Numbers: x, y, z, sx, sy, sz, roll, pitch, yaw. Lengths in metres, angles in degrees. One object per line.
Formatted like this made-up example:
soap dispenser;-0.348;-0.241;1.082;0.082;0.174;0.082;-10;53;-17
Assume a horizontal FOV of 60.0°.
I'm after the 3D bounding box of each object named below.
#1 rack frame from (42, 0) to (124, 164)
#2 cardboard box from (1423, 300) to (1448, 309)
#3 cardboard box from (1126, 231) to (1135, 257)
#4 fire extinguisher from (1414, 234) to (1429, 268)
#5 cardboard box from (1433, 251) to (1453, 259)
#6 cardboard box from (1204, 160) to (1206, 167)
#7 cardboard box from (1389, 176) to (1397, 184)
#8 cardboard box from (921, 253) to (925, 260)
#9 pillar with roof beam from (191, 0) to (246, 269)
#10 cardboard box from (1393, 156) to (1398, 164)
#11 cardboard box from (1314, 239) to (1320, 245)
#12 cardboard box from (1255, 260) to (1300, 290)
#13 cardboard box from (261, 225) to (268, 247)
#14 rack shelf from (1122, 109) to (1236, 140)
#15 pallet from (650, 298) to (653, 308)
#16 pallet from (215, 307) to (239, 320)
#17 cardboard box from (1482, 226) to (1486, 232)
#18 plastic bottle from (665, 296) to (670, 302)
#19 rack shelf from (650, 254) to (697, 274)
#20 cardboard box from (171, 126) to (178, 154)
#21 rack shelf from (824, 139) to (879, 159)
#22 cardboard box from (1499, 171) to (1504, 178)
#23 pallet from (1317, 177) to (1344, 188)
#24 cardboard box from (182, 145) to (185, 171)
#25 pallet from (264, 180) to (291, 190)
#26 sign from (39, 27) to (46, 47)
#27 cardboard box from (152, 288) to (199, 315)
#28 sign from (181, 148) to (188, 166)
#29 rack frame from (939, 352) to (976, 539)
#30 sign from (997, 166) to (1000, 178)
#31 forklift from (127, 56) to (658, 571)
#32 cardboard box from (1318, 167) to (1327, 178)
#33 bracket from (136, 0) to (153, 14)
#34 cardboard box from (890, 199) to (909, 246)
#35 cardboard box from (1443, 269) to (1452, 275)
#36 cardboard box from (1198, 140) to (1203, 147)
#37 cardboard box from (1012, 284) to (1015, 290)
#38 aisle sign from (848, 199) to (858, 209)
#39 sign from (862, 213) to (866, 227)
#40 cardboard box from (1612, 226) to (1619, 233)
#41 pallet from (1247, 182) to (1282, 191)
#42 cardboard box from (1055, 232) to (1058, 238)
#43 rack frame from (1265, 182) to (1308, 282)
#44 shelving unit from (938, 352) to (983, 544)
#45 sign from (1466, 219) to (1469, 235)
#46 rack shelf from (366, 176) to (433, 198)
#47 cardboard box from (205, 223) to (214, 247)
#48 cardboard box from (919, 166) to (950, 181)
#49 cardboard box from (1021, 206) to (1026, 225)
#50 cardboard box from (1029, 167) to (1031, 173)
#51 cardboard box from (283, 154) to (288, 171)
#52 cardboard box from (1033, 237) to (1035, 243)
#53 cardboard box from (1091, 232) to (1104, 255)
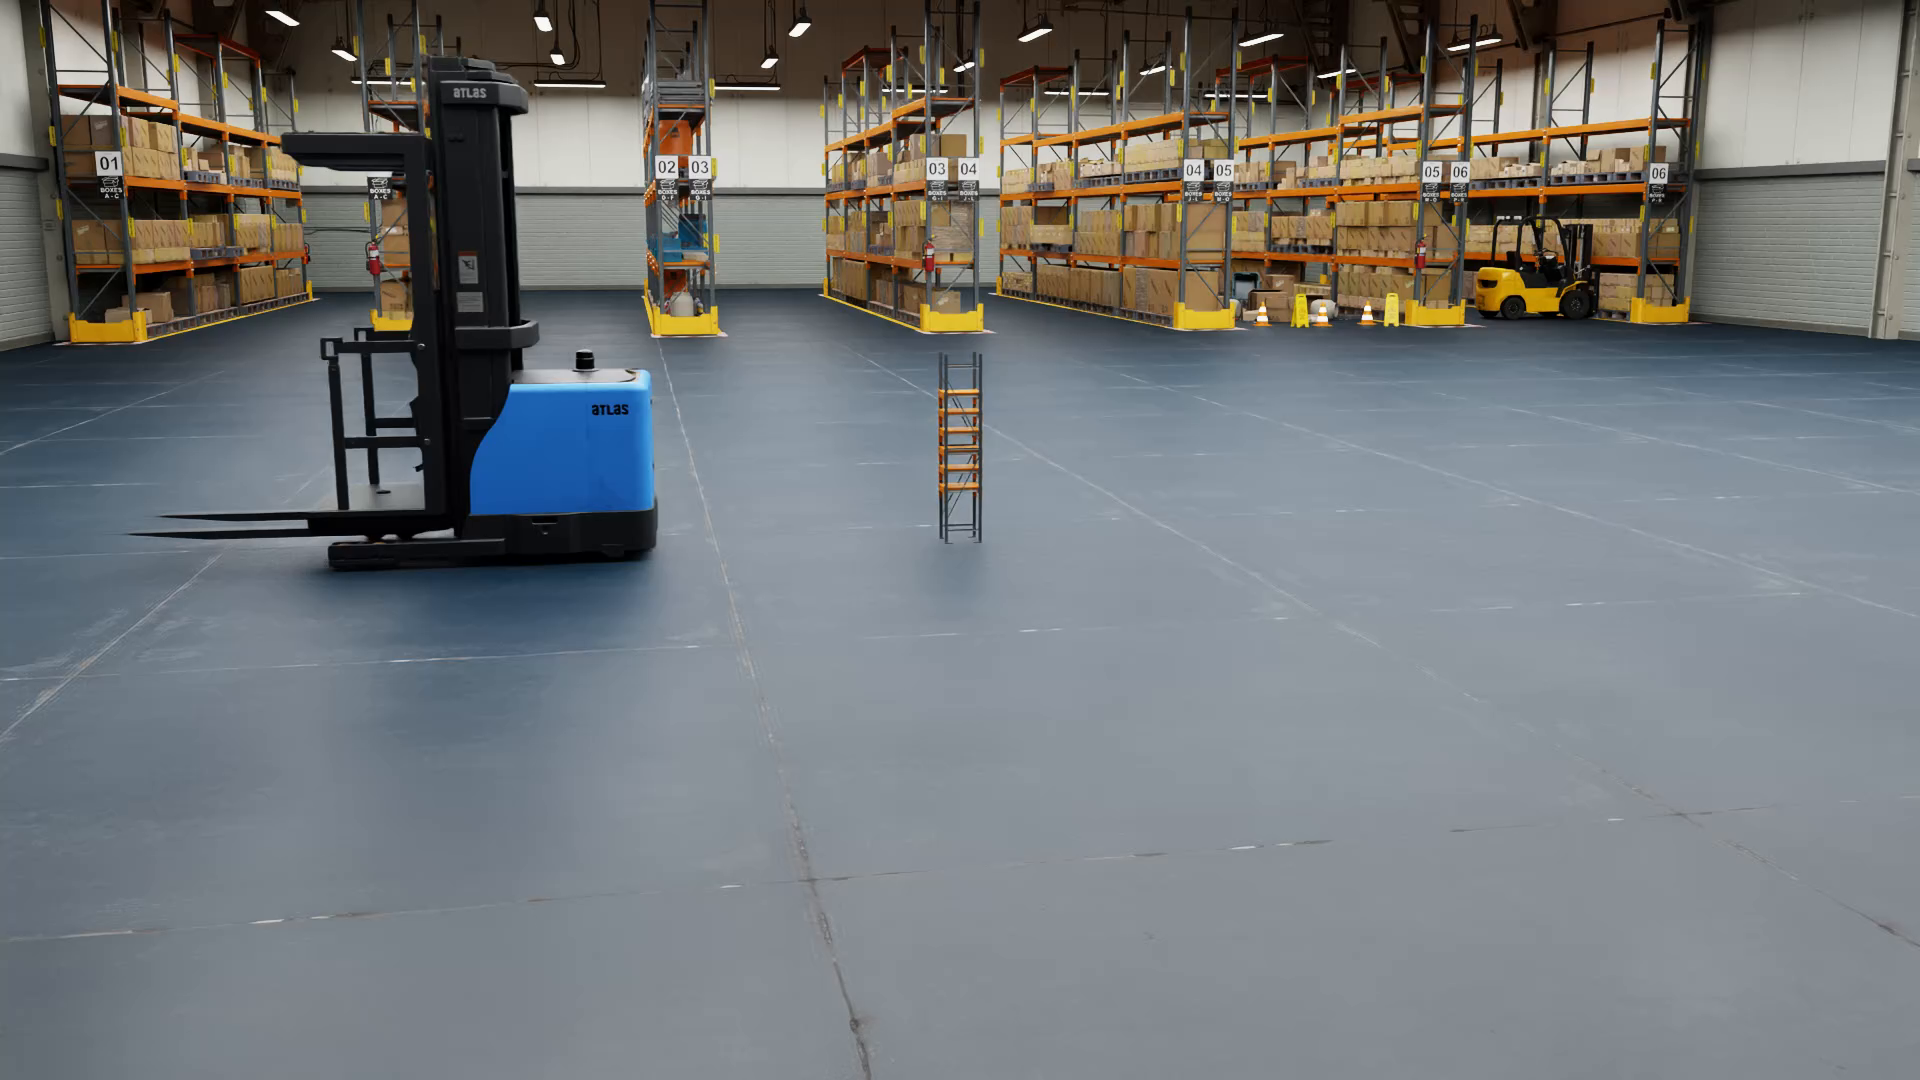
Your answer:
rack frame;-14.716;-7.851;27.877;1.000;3.000;0.127;-2;11;-11
cardboard box;9.695;-4.818;34.218;0.500;0.250;0.500;-2;11;-11
cardboard box;4.051;-6.346;35.614;0.875;0.550;0.550;-2;11;-11
fire extinguisher;9.151;-5.729;32.979;0.296;0.674;0.183;-2;11;-11
cardboard box;9.718;-5.751;33.561;0.380;0.149;0.250;-2;11;-11
cardboard box;4.943;-7.333;32.459;0.380;0.149;0.250;-2;11;-10
cardboard box;9.059;-7.397;34.188;0.380;0.149;0.250;-2;11;-11
cardboard box;-0.545;-5.455;32.008;0.380;0.149;0.250;-2;11;-11
pillar with roof beam;-13.812;-10.305;40.772;9.100;9.000;0.548;-2;11;-11
cardboard box;9.106;-7.786;34.098;0.380;0.149;0.250;-2;11;-11
cardboard box;8.313;-6.800;37.951;0.380;0.149;0.250;-2;11;-12
cardboard box;7.972;-6.564;41.720;0.875;0.875;0.875;-2;11;-12
cardboard box;-16.604;-7.141;39.075;0.500;0.500;0.500;-2;11;-11
rack shelf;4.356;-8.370;33.598;1.077;0.370;4.000;-2;11;-11
pallet;-6.982;-5.728;40.225;1.003;0.211;1.213;-2;11;-11
pallet;-16.122;-4.858;35.654;1.003;0.211;1.213;-2;11;-11
cardboard box;12.936;-7.564;40.412;0.380;0.149;0.250;-2;11;-10
plastic bottle;-5.885;-4.754;33.562;0.144;0.351;0.185;-2;11;-11
rack shelf;-6.165;-6.011;36.179;1.077;0.370;4.000;-2;11;-11
cardboard box;-15.131;-7.579;31.476;0.500;0.500;0.500;-3;11;-16
rack shelf;-2.863;-10.409;44.311;1.077;0.370;4.000;-2;11;-11
cardboard box;13.009;-8.657;39.416;0.380;0.149;0.250;-2;11;-12
pallet;8.787;-8.036;37.377;1.213;0.211;1.003;-2;11;-11
cardboard box;-15.522;-7.469;32.505;0.500;0.500;0.500;-1;11;-3
pallet;-17.433;-8.908;41.692;1.003;0.211;1.213;-2;11;-11
sign;-15.265;-8.371;27.688;0.100;0.325;0.005;-2;11;-11
cardboard box;-15.654;-4.760;33.191;0.700;0.500;0.500;-2;11;-9
sign;-14.963;-7.386;32.074;0.100;0.325;0.005;-2;11;-11
rack frame;-0.015;-0.604;10.659;0.240;1.200;0.006;-2;11;-11
sign;1.101;-10.424;47.079;0.100;0.325;0.005;-2;11;-11
forklift;-3.414;-1.363;10.020;3.031;2.935;1.130;-2;11;-9
cardboard box;8.454;-8.339;37.743;0.500;0.250;0.500;-2;11;-10
bracket;-16.439;-10.753;33.499;0.235;0.232;0.430;-2;11;-11
cardboard box;-0.935;-6.829;35.828;1.000;1.000;1.000;-2;11;-11
cardboard box;12.549;-6.831;42.392;0.380;0.149;0.250;-3;11;-14
cardboard box;4.894;-7.769;32.617;0.380;0.149;0.250;-2;11;-12
cardboard box;1.656;-7.005;45.980;0.380;0.149;0.250;-3;11;-14
aisle sign;-2.971;-9.680;46.578;0.394;0.787;0.004;-2;11;-11
sign;-2.240;-7.459;38.768;0.100;0.325;0.005;-2;11;-11
cardboard box;14.000;-6.548;35.076;0.380;0.149;0.250;-2;11;-11
pallet;7.848;-8.769;41.227;1.213;0.211;1.003;-2;11;-8
cardboard box;2.539;-7.473;40.691;0.380;0.149;0.250;-2;11;-10
rack frame;8.025;-7.272;40.879;1.000;3.000;0.127;-2;11;-11
shelving unit;0.003;-0.587;10.570;0.258;1.200;0.189;-2;11;-11
sign;10.113;-6.249;33.193;0.100;0.325;0.005;-2;11;-11
rack shelf;-10.247;-6.571;31.102;1.077;0.370;4.000;-2;11;-11
cardboard box;-15.907;-6.323;34.449;0.700;0.500;0.500;-2;11;-11
cardboard box;-0.483;-6.923;31.426;0.500;0.250;0.500;-2;11;-10
cardboard box;1.949;-8.664;44.458;0.500;0.500;0.500;-2;11;-13
cardboard box;2.021;-9.744;43.842;0.380;0.149;0.250;-2;11;-10
cardboard box;-17.222;-9.550;41.832;0.500;0.500;0.500;-3;11;-14
cardboard box;2.096;-7.750;42.941;0.380;0.149;0.250;-2;11;-10
cardboard box;3.306;-6.753;37.886;0.500;0.500;0.500;-2;11;-12
